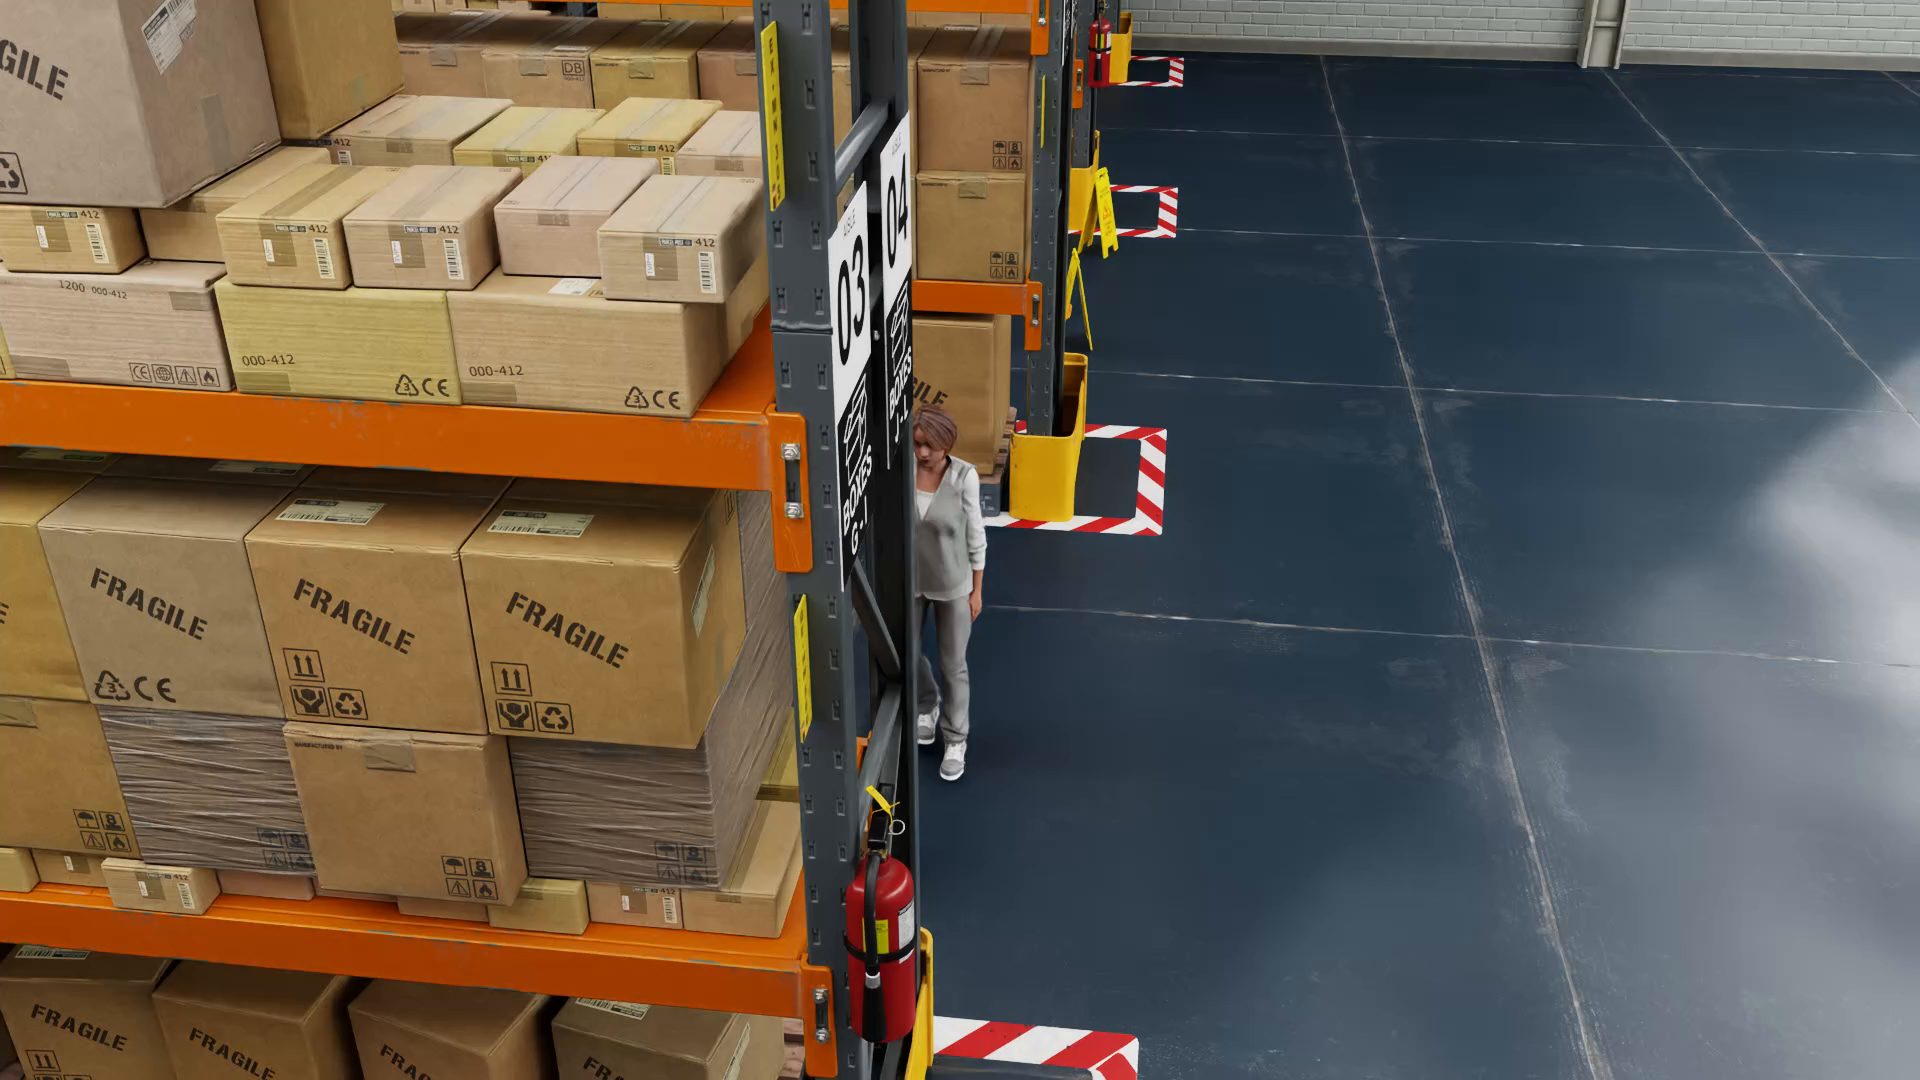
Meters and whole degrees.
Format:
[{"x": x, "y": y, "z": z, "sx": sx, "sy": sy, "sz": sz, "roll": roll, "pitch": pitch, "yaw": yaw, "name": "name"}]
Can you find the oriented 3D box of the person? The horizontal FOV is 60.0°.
[{"x": -0.111, "y": 0.202, "z": 6.750, "sx": 0.429, "sy": 1.608, "sz": 0.424, "roll": 7, "pitch": 30, "yaw": 12, "name": "person"}]
